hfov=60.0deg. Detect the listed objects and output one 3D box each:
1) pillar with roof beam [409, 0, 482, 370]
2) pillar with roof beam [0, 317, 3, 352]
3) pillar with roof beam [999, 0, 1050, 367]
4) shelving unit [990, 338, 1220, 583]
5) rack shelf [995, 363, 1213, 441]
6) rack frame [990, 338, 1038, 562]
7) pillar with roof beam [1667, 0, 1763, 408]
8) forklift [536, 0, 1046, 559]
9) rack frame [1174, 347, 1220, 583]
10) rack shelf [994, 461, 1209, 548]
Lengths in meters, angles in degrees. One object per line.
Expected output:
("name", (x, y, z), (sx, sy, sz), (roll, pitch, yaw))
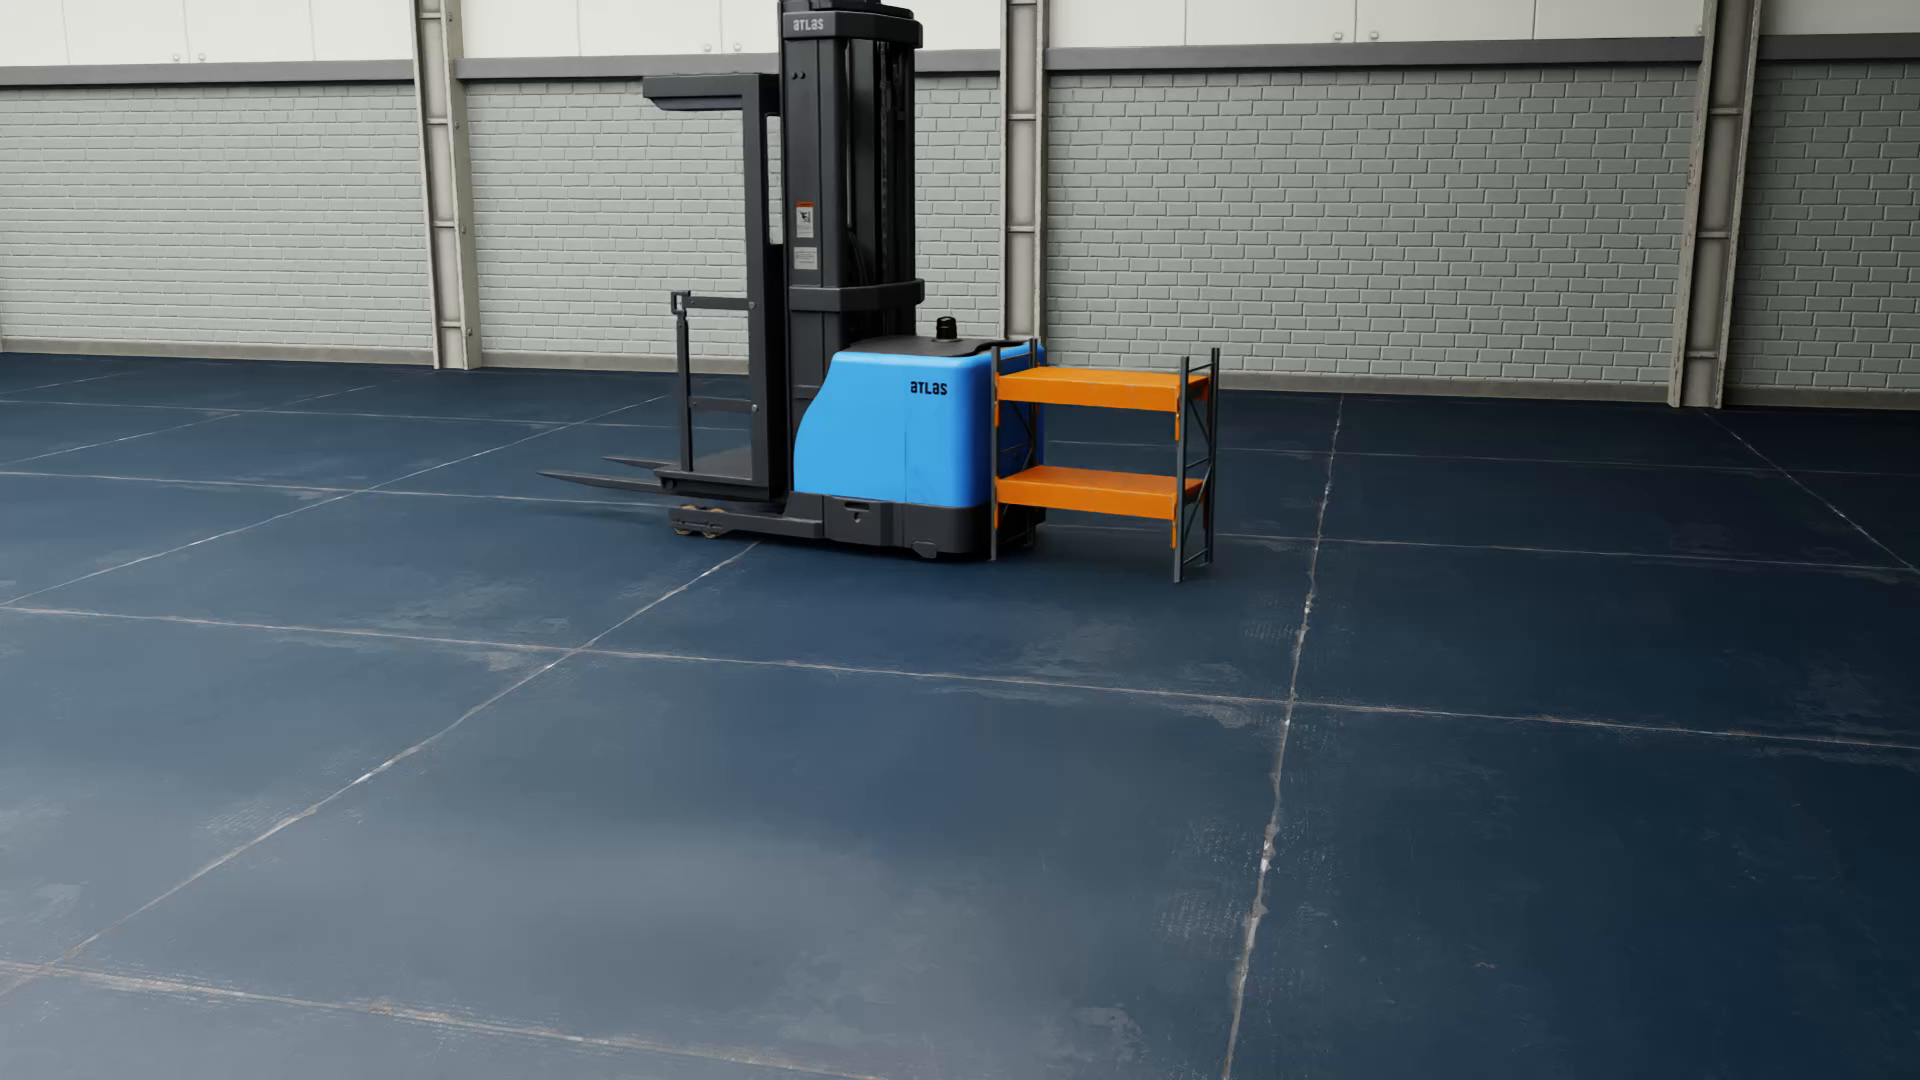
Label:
("pillar with roof beam", (-6.261, -5.289, 12.297), (0.400, 9.000, 9.100), (3, 13, 14))
("pillar with roof beam", (-12.087, -5.600, 13.700), (0.400, 9.000, 9.100), (3, 13, 14))
("pillar with roof beam", (-0.436, -4.978, 10.893), (0.400, 9.000, 9.100), (3, 13, 14))
("shelving unit", (0.740, -0.433, 8.590), (1.048, 1.125, 0.538), (6, 14, 27))
("rack shelf", (0.740, -0.719, 8.526), (1.000, 0.278, 0.538), (6, 14, 27))
("rack frame", (0.289, -0.484, 8.818), (0.032, 1.125, 0.500), (6, 14, 27))
("pillar with roof beam", (5.389, -4.666, 9.490), (0.400, 9.000, 9.100), (3, 13, 14))
("forklift", (-1.063, -1.534, 9.381), (3.031, 2.935, 1.130), (6, 14, 27))
("rack frame", (1.192, -0.383, 8.362), (0.032, 1.125, 0.500), (6, 14, 27))
("rack shelf", (0.740, -0.195, 8.643), (1.000, 0.278, 0.538), (6, 14, 27))
